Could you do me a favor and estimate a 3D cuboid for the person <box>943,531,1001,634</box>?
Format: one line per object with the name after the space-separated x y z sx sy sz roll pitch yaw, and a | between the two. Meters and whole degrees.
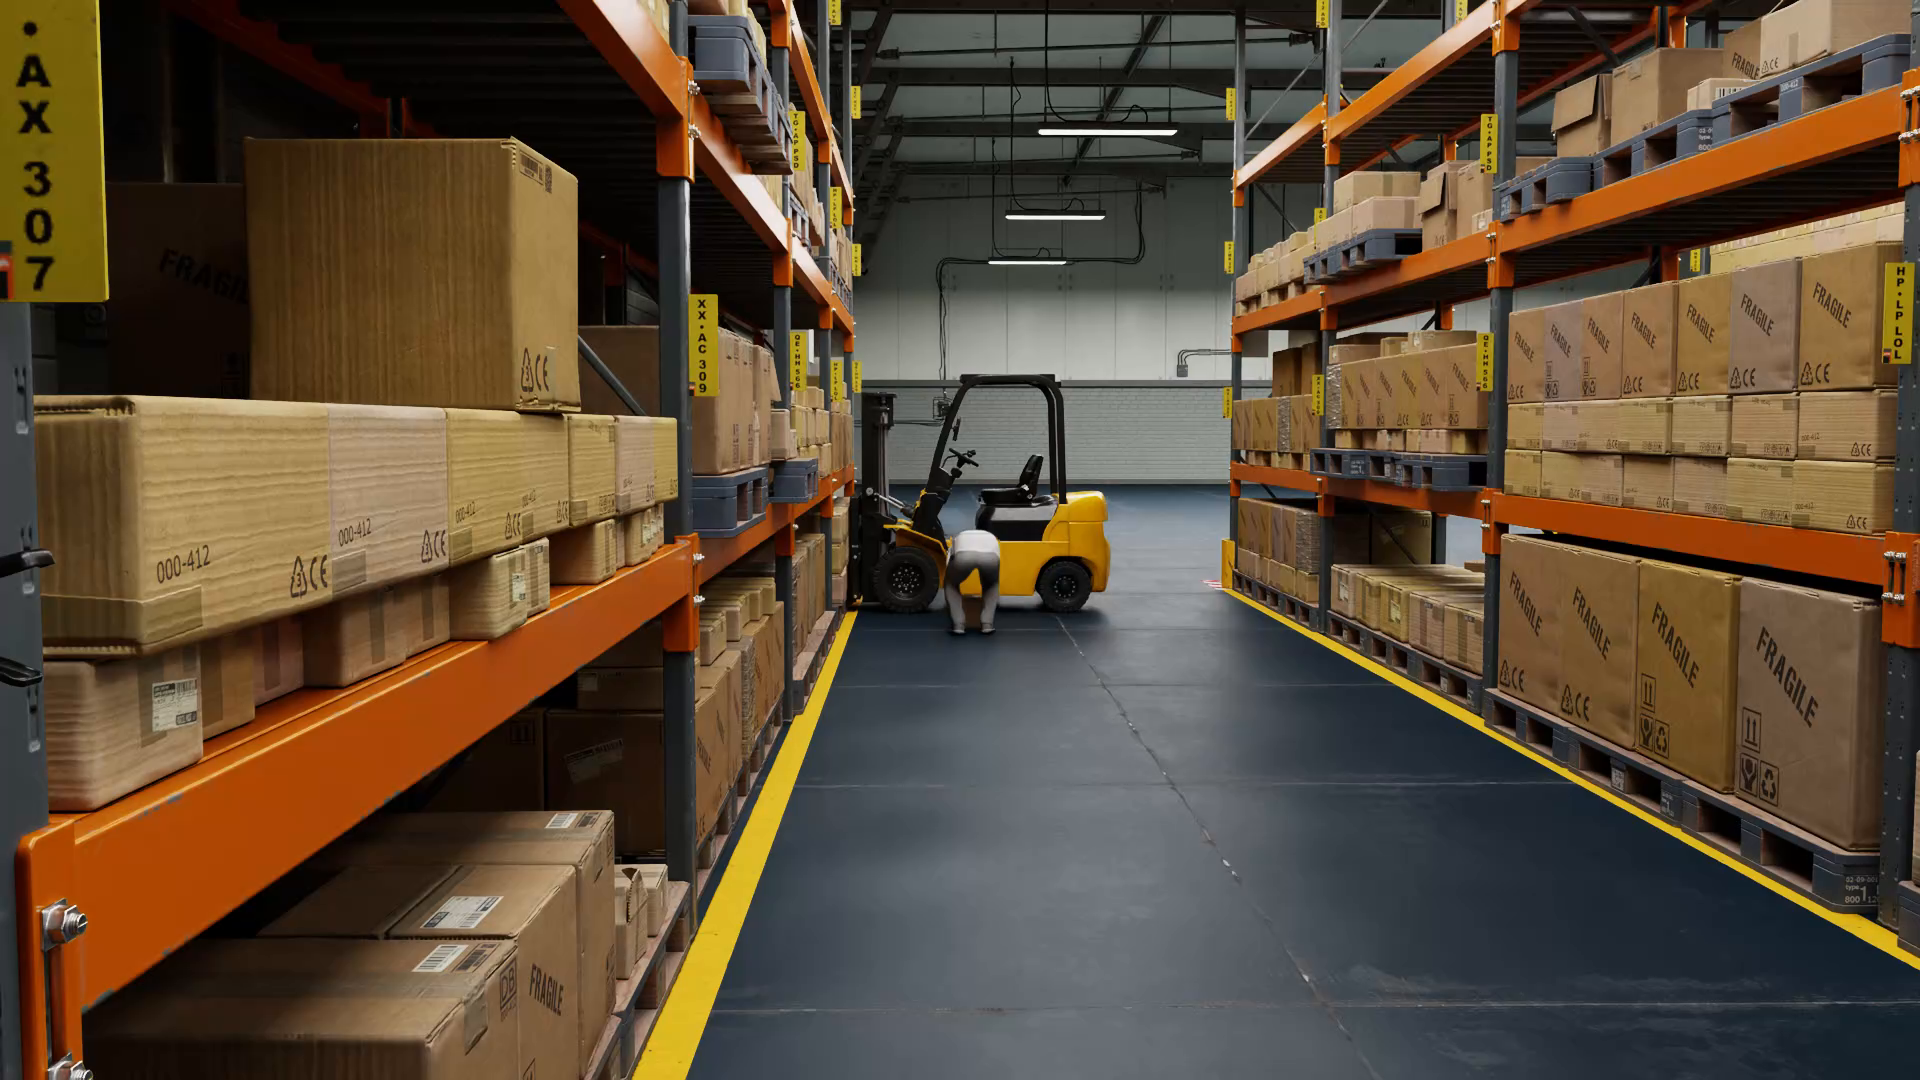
0.093 0.337 13.673 0.464 0.852 0.913 0 4 -4 | person
